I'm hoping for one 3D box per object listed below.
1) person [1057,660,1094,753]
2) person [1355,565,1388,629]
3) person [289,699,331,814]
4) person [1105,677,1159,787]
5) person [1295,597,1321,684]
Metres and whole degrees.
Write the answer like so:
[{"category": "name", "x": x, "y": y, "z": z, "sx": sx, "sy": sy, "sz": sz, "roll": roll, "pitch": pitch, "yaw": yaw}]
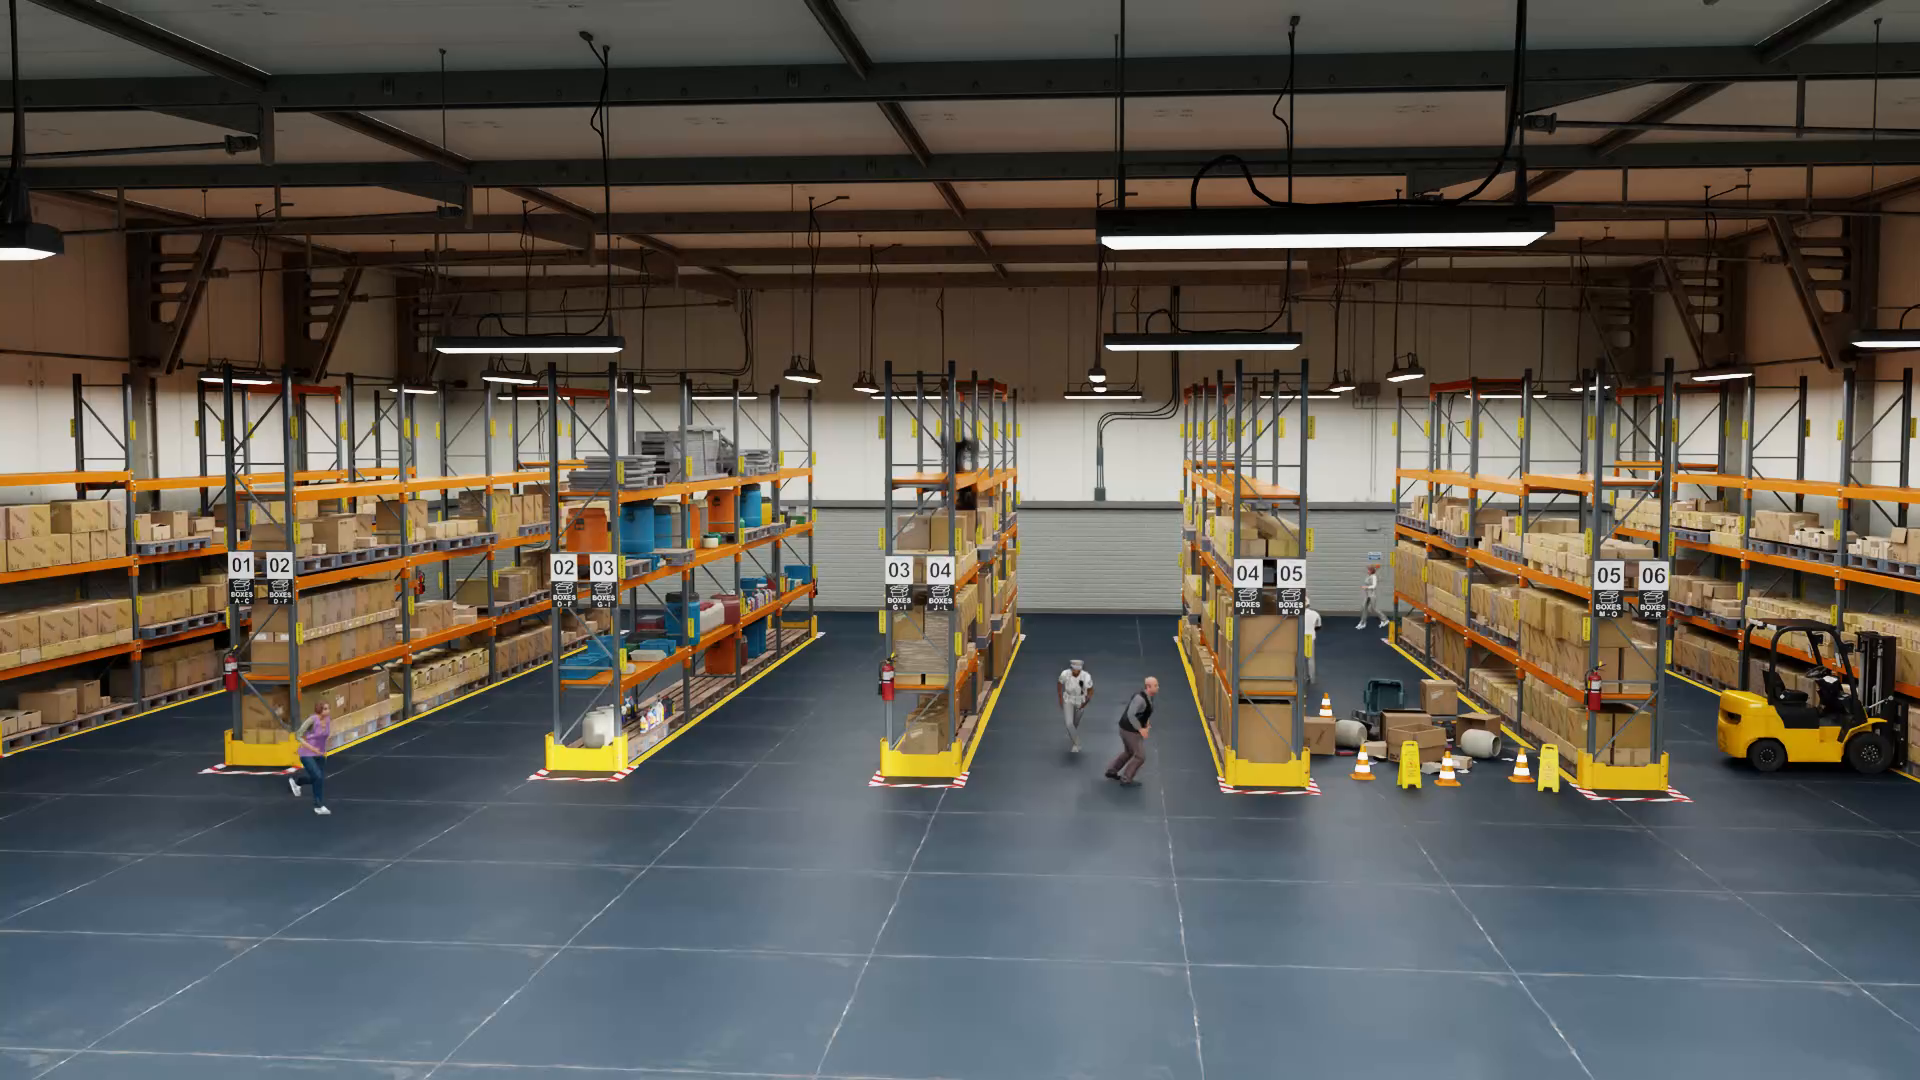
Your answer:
[{"category": "person", "x": 1.811, "y": 2.559, "z": 26.100, "sx": 0.566, "sy": 1.479, "sz": 1.058, "roll": 0, "pitch": 4, "yaw": 3}, {"category": "person", "x": 10.359, "y": 1.435, "z": 41.832, "sx": 0.825, "sy": 1.607, "sz": 0.546, "roll": -1, "pitch": 4, "yaw": -9}, {"category": "person", "x": -8.518, "y": 2.838, "z": 21.754, "sx": 0.769, "sy": 1.529, "sz": 0.534, "roll": 2, "pitch": 4, "yaw": 32}, {"category": "person", "x": 2.408, "y": 2.678, "z": 23.374, "sx": 0.838, "sy": 1.580, "sz": 0.686, "roll": 1, "pitch": 4, "yaw": 18}, {"category": "person", "x": 6.763, "y": 1.994, "z": 32.640, "sx": 0.719, "sy": 1.734, "sz": 0.981, "roll": 0, "pitch": 4, "yaw": 1}]
